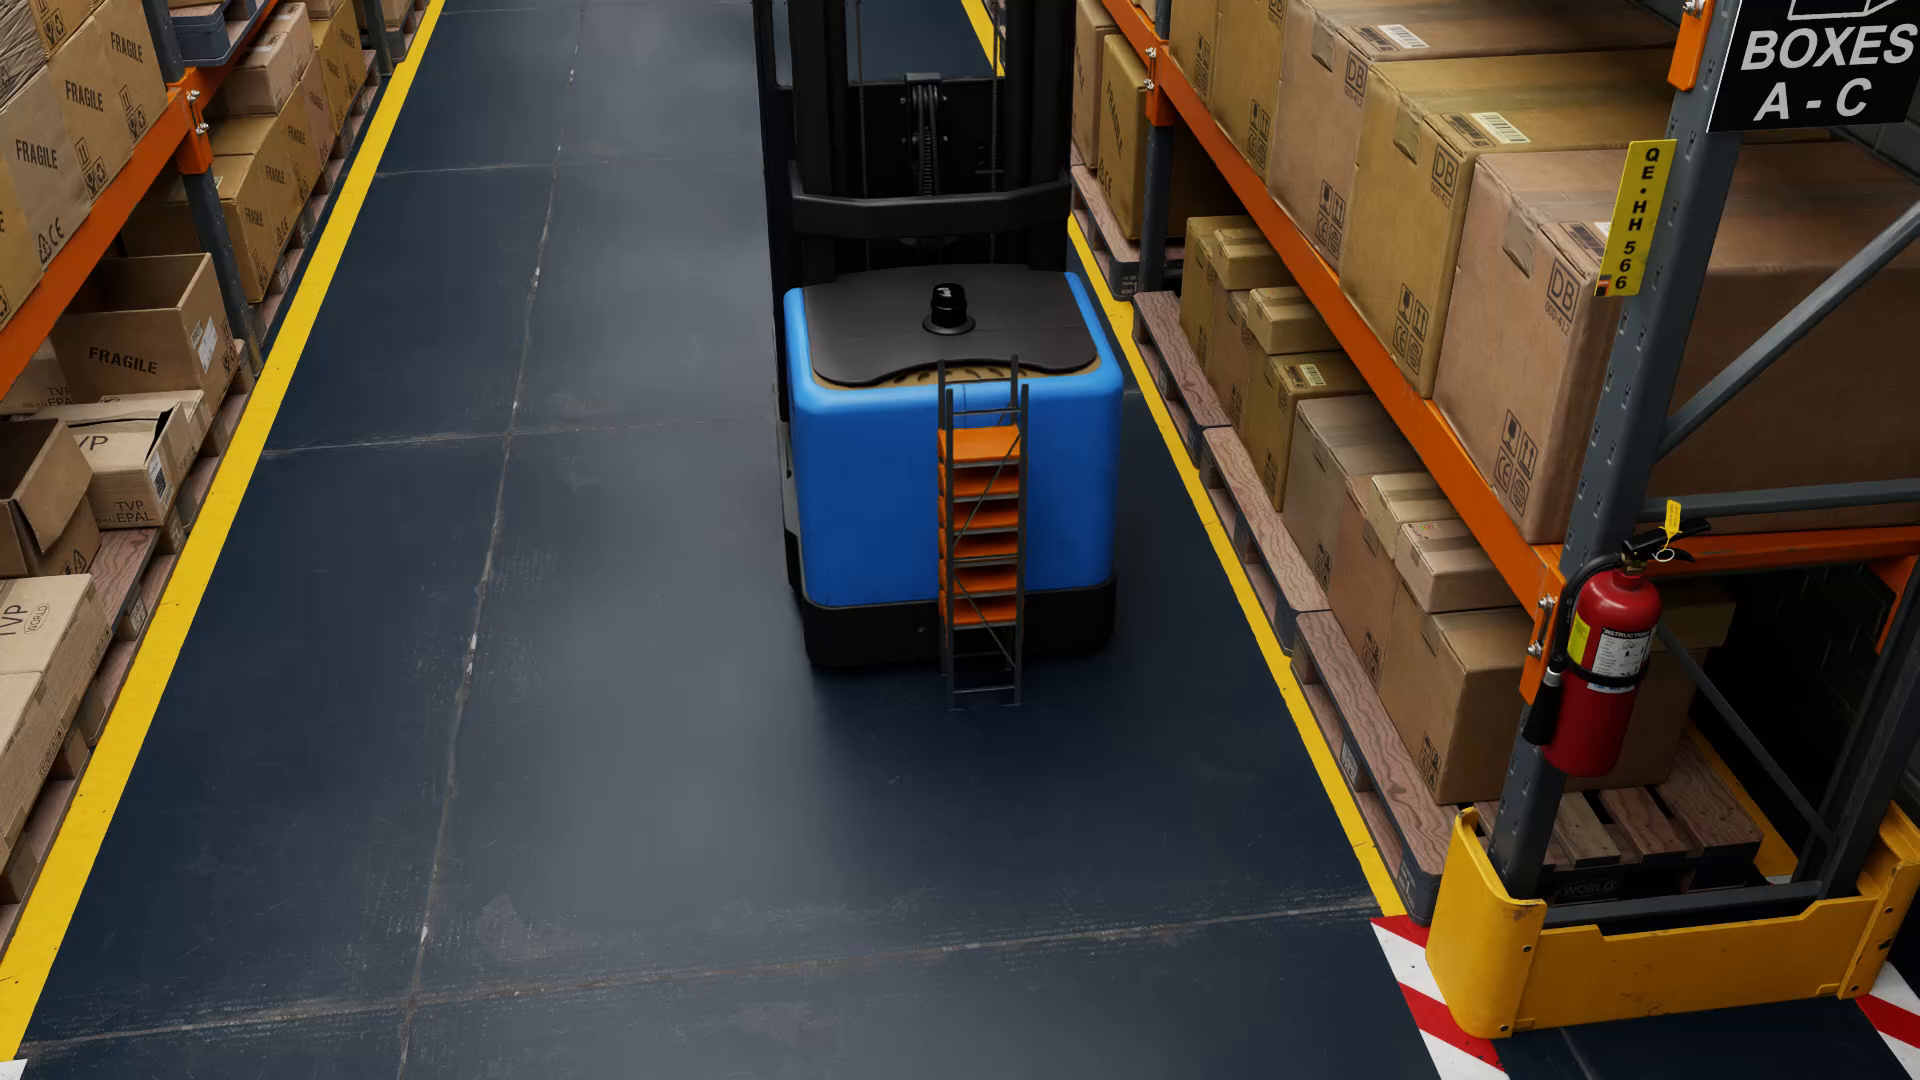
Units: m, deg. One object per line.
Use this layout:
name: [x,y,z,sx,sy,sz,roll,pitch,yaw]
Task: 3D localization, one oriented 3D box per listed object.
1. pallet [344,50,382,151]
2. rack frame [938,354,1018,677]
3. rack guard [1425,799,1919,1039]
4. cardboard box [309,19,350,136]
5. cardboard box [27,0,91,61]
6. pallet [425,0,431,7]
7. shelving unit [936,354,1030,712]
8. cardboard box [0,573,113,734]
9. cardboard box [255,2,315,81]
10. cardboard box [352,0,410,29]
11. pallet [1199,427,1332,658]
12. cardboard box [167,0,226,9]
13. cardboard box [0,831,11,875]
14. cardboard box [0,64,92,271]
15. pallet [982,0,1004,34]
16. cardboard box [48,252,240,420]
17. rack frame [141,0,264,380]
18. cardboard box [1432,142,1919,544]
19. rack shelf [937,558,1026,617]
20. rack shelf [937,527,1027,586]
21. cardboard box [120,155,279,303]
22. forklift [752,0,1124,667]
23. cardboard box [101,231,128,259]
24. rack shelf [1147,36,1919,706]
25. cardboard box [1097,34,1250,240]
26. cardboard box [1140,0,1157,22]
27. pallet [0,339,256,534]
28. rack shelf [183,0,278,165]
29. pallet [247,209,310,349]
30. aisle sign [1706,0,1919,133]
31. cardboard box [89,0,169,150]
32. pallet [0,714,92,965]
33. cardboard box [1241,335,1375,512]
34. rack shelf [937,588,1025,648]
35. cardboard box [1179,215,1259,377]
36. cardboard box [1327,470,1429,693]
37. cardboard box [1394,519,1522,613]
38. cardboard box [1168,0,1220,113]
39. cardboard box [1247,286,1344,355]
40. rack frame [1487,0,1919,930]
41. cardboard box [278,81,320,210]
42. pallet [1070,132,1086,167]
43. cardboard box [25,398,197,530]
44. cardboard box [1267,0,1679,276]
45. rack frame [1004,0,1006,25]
pallet: [-4.052,-2.601,9.879,1.003,0.211,1.213,-4,35,-6]
rack frame: [0.054,-0.046,5.253,0.240,1.200,0.006,-4,35,-6]
rack guard: [1.873,0.961,4.396,1.175,0.500,0.348,-4,35,-6]
cardboard box: [-3.687,-2.529,9.126,0.500,0.500,0.500,-6,35,-8]
cardboard box: [-3.181,-1.847,5.320,0.500,0.500,0.500,-5,35,-7]
pallet: [-4.348,-4.162,12.170,1.003,0.211,1.213,-4,35,-6]
shelving unit: [0.066,0.005,5.178,0.258,1.200,0.189,-4,35,-6]
cardboard box: [-2.965,0.363,5.105,0.500,0.250,0.500,-4,35,-6]
cardboard box: [-3.603,-2.526,8.456,0.500,0.250,0.500,-5,35,-7]
cardboard box: [-3.894,-3.525,10.827,0.500,0.250,0.500,-4,35,-7]
pallet: [1.523,-0.053,6.140,1.003,0.211,1.213,-4,35,-6]
cardboard box: [-3.419,-2.437,6.700,0.700,0.500,0.500,-16,37,-22]
cardboard box: [-2.788,0.881,4.418,0.380,0.166,0.250,-4,35,-6]
cardboard box: [-3.113,-1.148,5.183,0.500,0.500,0.500,-4,34,-5]
pallet: [0.690,-3.834,11.688,1.003,0.211,1.213,-4,35,-6]
cardboard box: [-3.219,-0.793,6.579,0.500,0.500,0.500,-4,35,-6]
rack frame: [-3.577,-1.941,6.434,1.000,3.000,0.127,-4,35,-6]
cardboard box: [1.791,-0.494,4.044,0.980,0.700,0.700,-3,34,-4]
rack shelf: [0.066,0.141,5.270,0.258,0.103,0.180,-4,35,-6]
rack shelf: [0.066,0.041,5.203,0.258,0.103,0.180,-4,35,-6]
cardboard box: [-3.400,-1.378,7.437,0.500,0.500,0.500,-6,35,-9]
forklift: [-0.185,-1.608,6.007,1.130,2.935,3.031,-4,35,-6]
cardboard box: [-3.927,-1.343,7.386,0.500,0.500,0.500,-5,35,-7]
rack shelf: [1.600,-0.905,5.552,1.077,0.370,4.000,-4,35,-6]
cardboard box: [1.115,-1.956,7.993,0.750,0.750,0.750,-4,34,-6]
cardboard box: [1.005,-2.390,7.298,0.380,0.149,0.250,-4,34,-6]
pallet: [-3.485,-0.405,6.657,1.003,0.211,1.213,-4,35,-6]
rack shelf: [-3.846,-2.759,8.274,1.077,0.370,4.000,-4,35,-6]
pallet: [-3.724,-1.239,7.881,1.003,0.211,1.213,-4,35,-6]
aisle sign: [1.582,-1.097,2.888,0.394,0.787,0.004,-4,35,-6]
cardboard box: [-3.255,-1.722,6.025,0.500,0.500,0.500,-4,34,-6]
pallet: [-3.157,0.957,4.659,1.003,0.211,1.213,-4,35,-6]
cardboard box: [1.461,-0.466,6.117,0.700,0.500,0.500,-4,34,-5]
rack shelf: [0.066,0.240,5.338,0.258,0.103,0.180,-4,35,-6]
cardboard box: [1.330,-1.033,6.950,0.700,0.500,0.500,-4,34,-6]
cardboard box: [1.609,0.111,5.270,0.700,0.500,0.500,-4,35,-7]
cardboard box: [1.478,0.065,4.762,0.380,0.149,0.250,-5,35,-7]
cardboard box: [1.388,-2.138,6.457,0.980,0.700,0.700,-4,34,-6]
cardboard box: [1.266,-0.805,6.039,0.380,0.149,0.250,-5,35,-8]
rack frame: [1.869,-0.086,3.712,1.000,3.000,0.127,-4,35,-6]
cardboard box: [-3.543,-1.954,8.283,0.500,0.500,0.500,-4,34,-6]
pallet: [0.986,-2.273,9.398,1.003,0.211,1.213,-4,35,-6]
cardboard box: [-3.118,-0.296,6.018,0.500,0.311,0.500,-4,35,-6]
cardboard box: [1.588,-1.325,5.264,0.980,0.700,0.700,-6,35,-9]
rack frame: [0.793,-4.550,10.263,1.000,3.000,0.127,-4,35,-6]
